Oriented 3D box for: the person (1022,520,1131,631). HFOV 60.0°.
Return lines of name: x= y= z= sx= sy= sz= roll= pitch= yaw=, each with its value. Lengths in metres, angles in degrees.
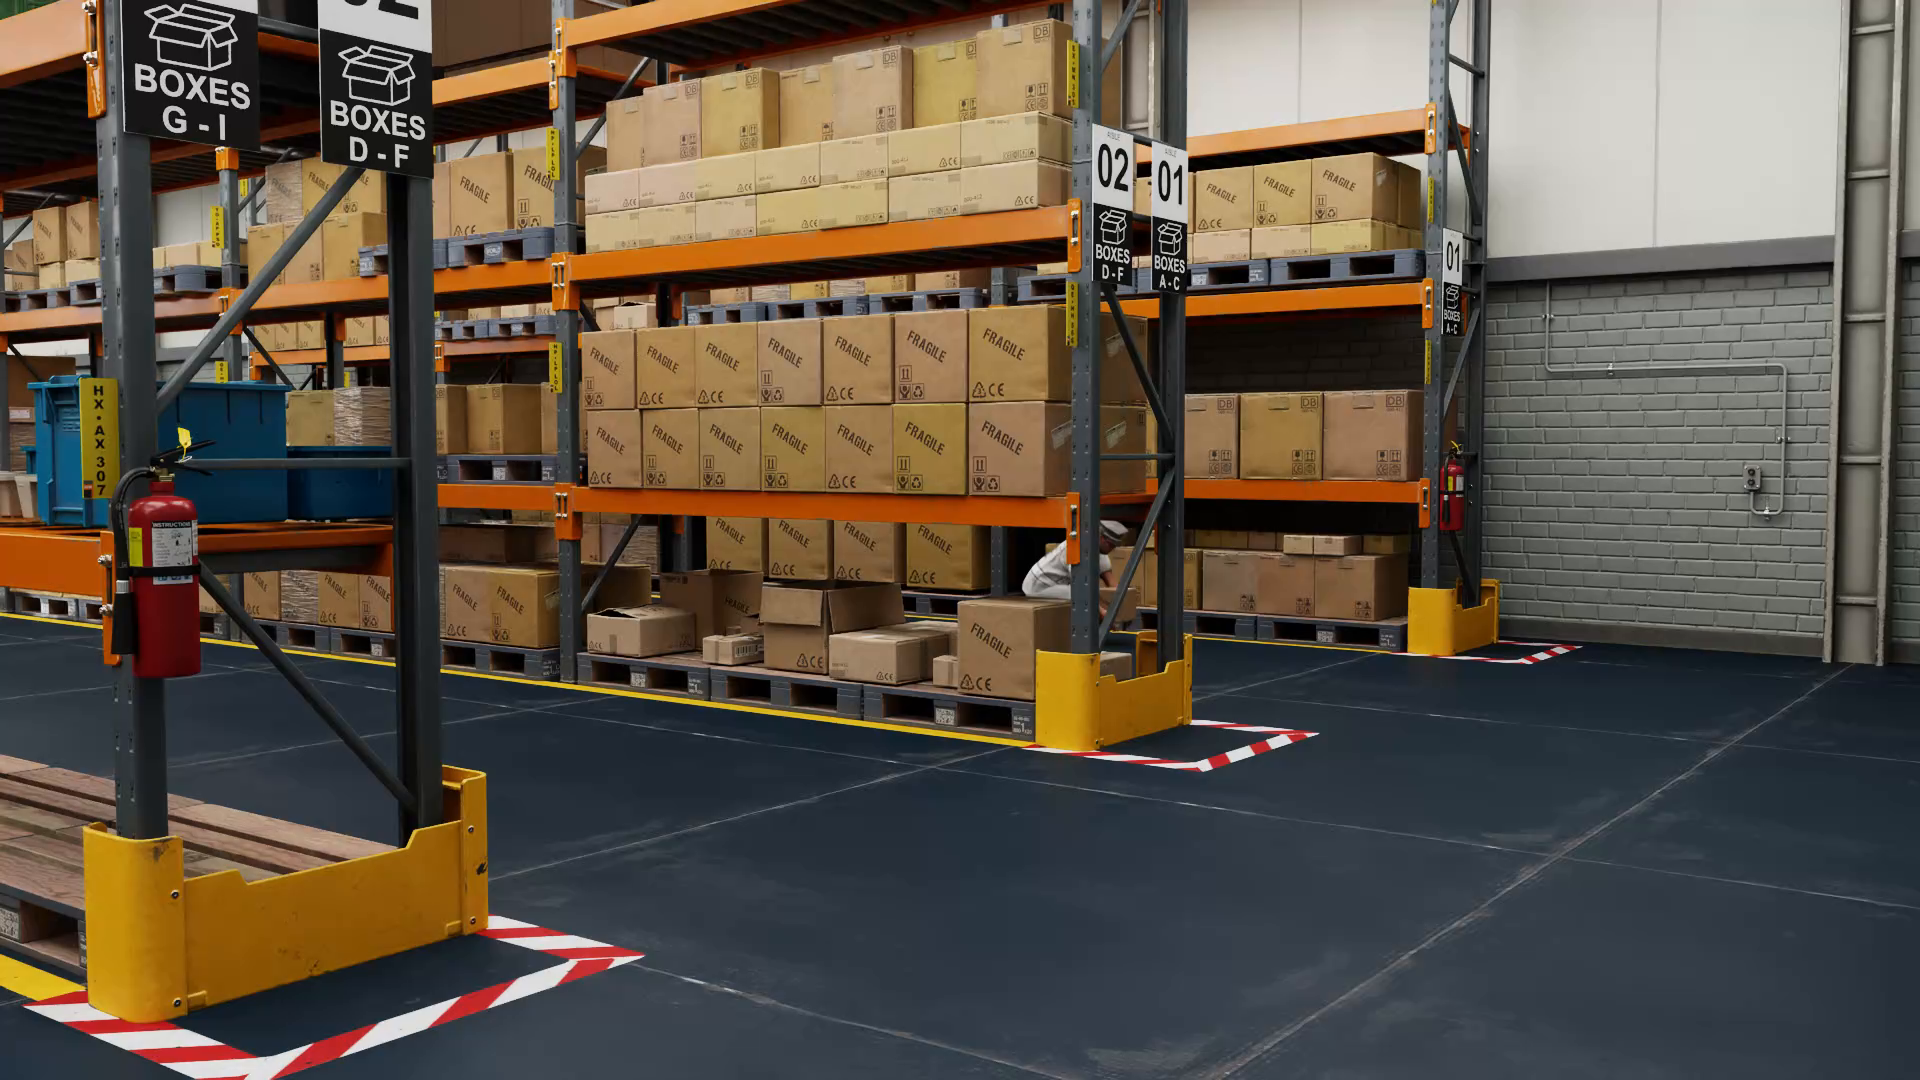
person: x=0.944 y=0.325 z=13.327 sx=0.892 sy=1.011 sz=0.548 roll=2 pitch=4 yaw=36
